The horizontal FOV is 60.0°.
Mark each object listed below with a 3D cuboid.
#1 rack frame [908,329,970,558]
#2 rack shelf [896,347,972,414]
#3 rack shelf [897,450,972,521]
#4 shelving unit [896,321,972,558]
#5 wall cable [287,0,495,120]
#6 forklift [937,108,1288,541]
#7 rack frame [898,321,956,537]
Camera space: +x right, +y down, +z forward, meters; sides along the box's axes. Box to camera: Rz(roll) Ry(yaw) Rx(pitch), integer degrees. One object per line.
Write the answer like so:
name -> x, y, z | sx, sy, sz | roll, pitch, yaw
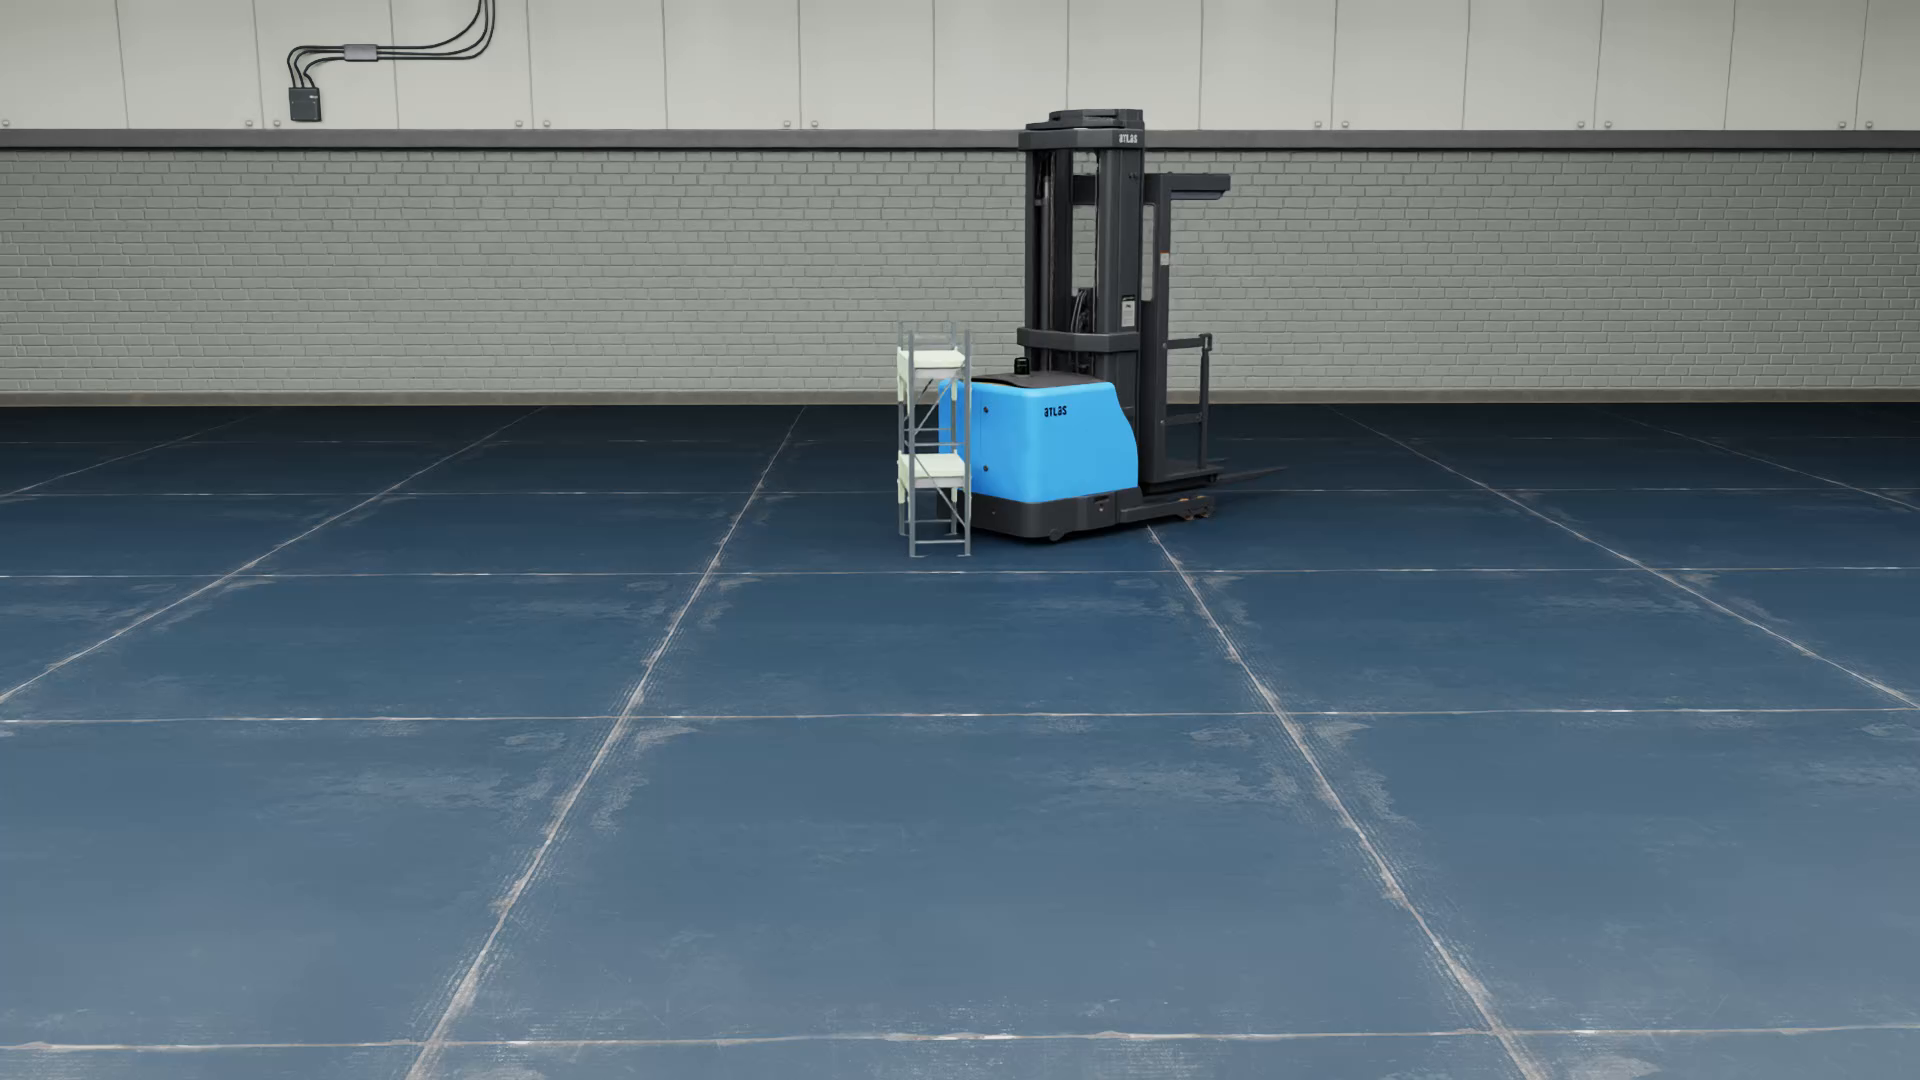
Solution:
rack frame -> -0.133, -0.621, 10.850 | 0.400, 1.500, 0.023 | -1, 12, -7
rack shelf -> -0.179, -1.076, 11.128 | 0.431, 0.370, 0.720 | -1, 12, -7
rack shelf -> -0.179, -0.374, 11.270 | 0.431, 0.370, 0.720 | -1, 12, -7
shelving unit -> -0.179, -0.694, 11.206 | 0.431, 1.500, 0.755 | -1, 12, -7
wall cable -> -6.287, -7.622, 17.943 | 2.305, 6.003, 0.169 | 0, 11, -1
forklift -> 1.270, -1.648, 12.309 | 3.031, 2.935, 1.130 | -10, 15, -40
rack frame -> -0.226, -0.766, 11.561 | 0.400, 1.500, 0.023 | -1, 12, -7
